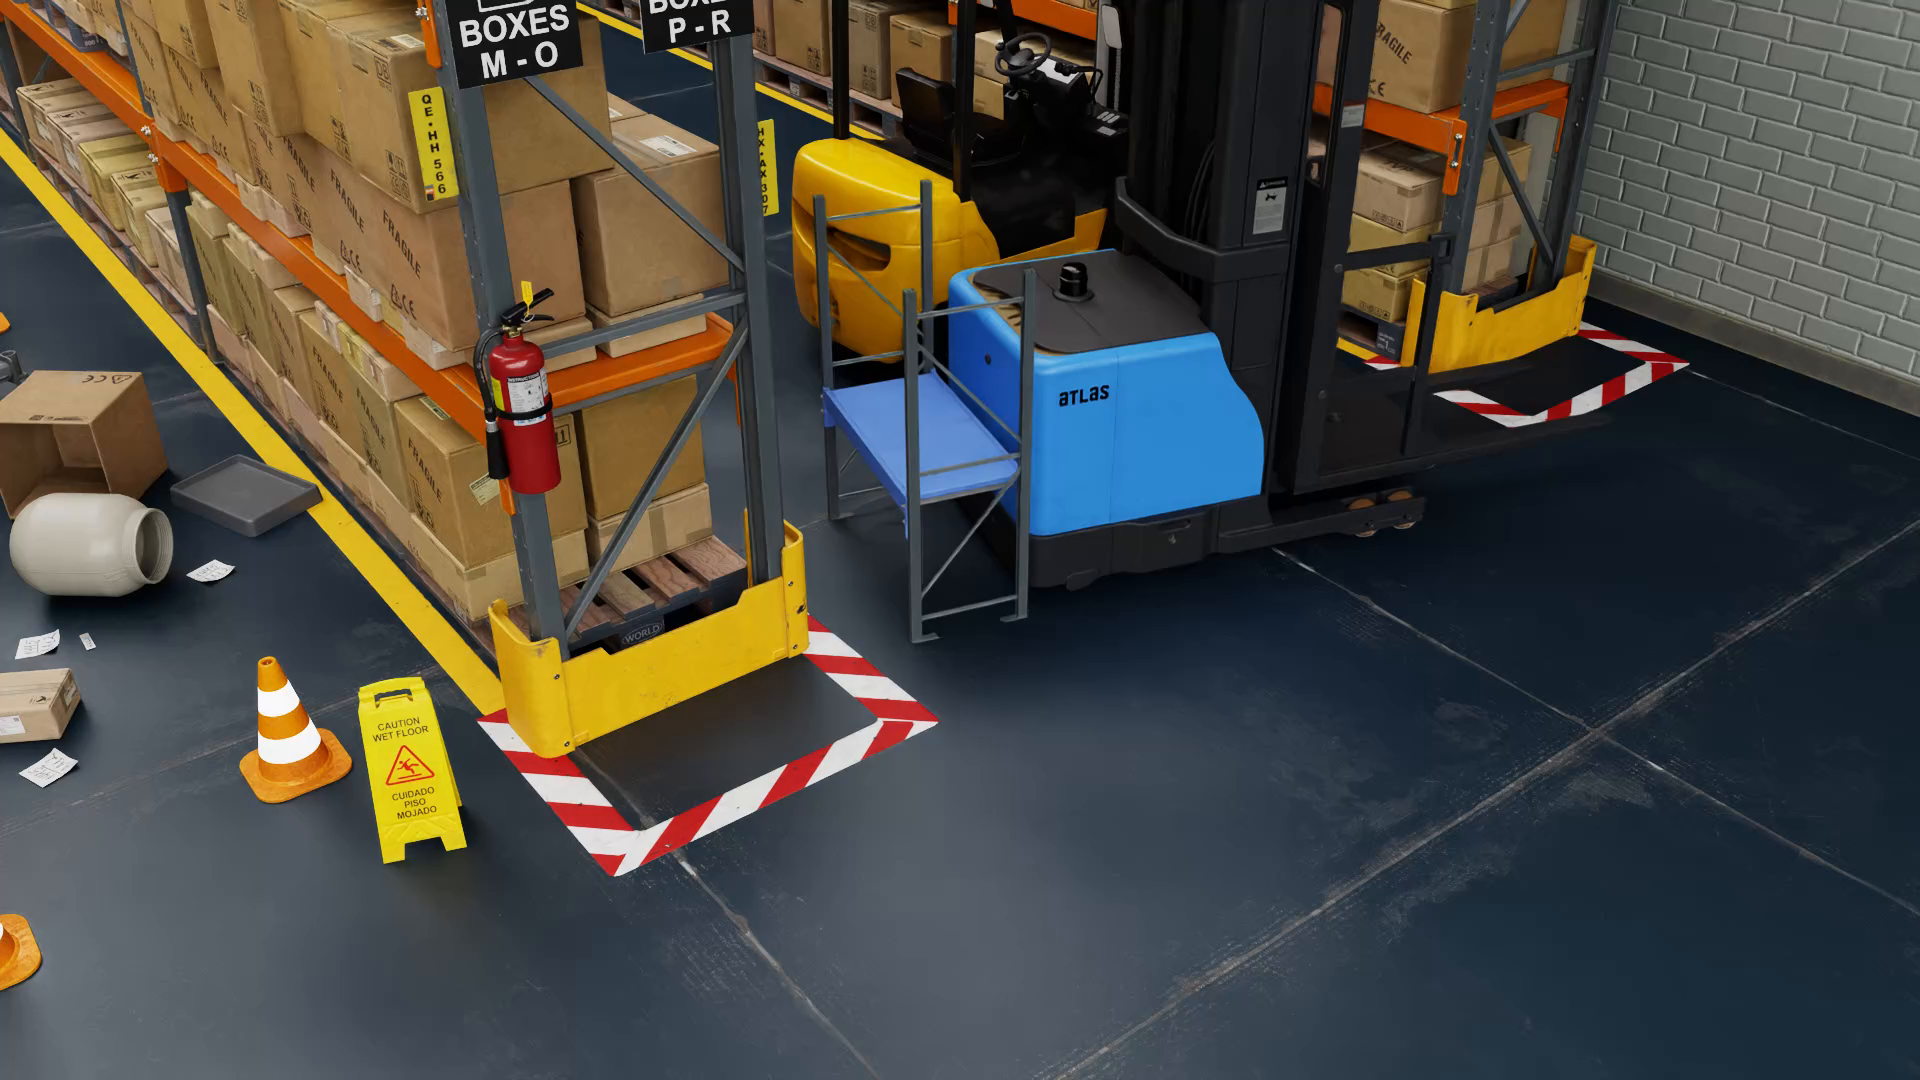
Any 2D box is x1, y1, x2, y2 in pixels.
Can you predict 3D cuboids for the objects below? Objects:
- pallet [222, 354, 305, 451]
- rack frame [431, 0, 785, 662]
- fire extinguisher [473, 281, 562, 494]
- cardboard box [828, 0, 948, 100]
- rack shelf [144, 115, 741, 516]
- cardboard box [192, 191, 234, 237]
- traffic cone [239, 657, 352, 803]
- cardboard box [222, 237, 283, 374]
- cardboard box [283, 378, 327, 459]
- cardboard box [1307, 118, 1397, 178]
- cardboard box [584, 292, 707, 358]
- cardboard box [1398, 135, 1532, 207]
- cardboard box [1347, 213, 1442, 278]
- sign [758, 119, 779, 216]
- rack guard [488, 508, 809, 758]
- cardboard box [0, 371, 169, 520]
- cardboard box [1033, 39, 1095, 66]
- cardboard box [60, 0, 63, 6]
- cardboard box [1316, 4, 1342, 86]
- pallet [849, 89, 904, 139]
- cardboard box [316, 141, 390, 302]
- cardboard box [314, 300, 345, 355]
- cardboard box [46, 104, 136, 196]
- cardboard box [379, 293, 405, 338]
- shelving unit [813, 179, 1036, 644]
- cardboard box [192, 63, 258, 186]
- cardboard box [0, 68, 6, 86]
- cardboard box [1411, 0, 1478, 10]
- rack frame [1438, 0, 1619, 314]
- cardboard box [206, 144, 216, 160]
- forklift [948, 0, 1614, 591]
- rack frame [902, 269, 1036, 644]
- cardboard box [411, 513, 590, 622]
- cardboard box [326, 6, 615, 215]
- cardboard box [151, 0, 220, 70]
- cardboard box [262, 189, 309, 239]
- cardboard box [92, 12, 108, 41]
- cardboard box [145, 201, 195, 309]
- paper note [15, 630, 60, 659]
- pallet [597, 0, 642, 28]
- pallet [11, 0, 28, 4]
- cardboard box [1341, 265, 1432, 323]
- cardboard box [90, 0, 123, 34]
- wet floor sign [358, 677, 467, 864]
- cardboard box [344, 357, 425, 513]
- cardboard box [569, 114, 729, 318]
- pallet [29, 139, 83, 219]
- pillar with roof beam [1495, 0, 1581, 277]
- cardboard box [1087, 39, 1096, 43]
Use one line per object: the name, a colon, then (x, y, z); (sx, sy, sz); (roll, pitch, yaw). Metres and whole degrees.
pallet: (-3.104, -0.917, 8.527); (1.003, 0.211, 1.213); (-22, 38, -31)
rack frame: (-1.091, -0.703, 5.539); (1.000, 3.000, 0.127); (-22, 38, -31)
fire extinguisher: (-1.384, -0.474, 5.243); (0.296, 0.674, 0.183); (-22, 38, -31)
cardboard box: (-0.424, -3.687, 12.196); (0.875, 0.625, 0.625); (-23, 38, -32)
rack shelf: (-2.317, -1.231, 7.071); (1.077, 0.370, 4.000); (-22, 38, -31)
cardboard box: (-3.366, -1.570, 7.818); (0.380, 0.149, 0.250); (-22, 38, -31)
traffic cone: (-2.373, 0.612, 5.825); (0.336, 0.463, 0.334); (-22, 38, -31)
cardboard box: (-3.057, -1.147, 7.751); (0.500, 0.500, 0.500); (-21, 37, -30)
cardboard box: (-2.731, -0.608, 7.595); (0.500, 0.250, 0.500); (-23, 38, -32)
cardboard box: (1.981, -2.048, 8.965); (0.500, 0.250, 0.500); (-22, 38, -31)
cardboard box: (-1.135, -0.805, 5.942); (0.380, 0.149, 0.250); (-22, 38, -31)
cardboard box: (2.683, -2.007, 8.900); (0.500, 0.250, 0.500); (-23, 39, -32)
cardboard box: (2.283, -1.635, 8.774); (0.500, 0.250, 0.500); (-23, 38, -32)
sign: (-0.662, -1.247, 5.594); (0.100, 0.325, 0.005); (-22, 38, -31)
rack guard: (-1.137, 0.327, 6.250); (1.175, 0.500, 0.348); (-22, 38, -31)
cardboard box: (-3.961, -0.423, 7.455); (0.500, 0.500, 0.500); (1, 32, 2)
cardboard box: (0.729, -2.893, 10.326); (0.500, 0.250, 0.500); (-22, 38, -31)
cardboard box: (-4.691, -2.997, 9.073); (0.380, 0.149, 0.250); (-22, 38, -31)
cardboard box: (2.008, -2.693, 8.648); (0.500, 0.500, 0.500); (-21, 38, -30)
pallet: (-0.108, -3.088, 12.021); (1.003, 0.211, 1.213); (-22, 38, -31)
cardboard box: (-1.945, -1.219, 5.994); (0.500, 0.500, 0.500); (-22, 38, -31)
cardboard box: (-2.378, -0.905, 6.746); (0.380, 0.149, 0.250); (-21, 37, -29)
cardboard box: (-5.199, -2.556, 10.615); (0.950, 0.372, 0.625); (-23, 39, -32)
cardboard box: (-1.872, -0.867, 6.041); (0.380, 0.149, 0.250); (-23, 39, -32)
shelving unit: (-0.157, -0.529, 6.680); (0.538, 1.500, 1.048); (-12, 34, -19)
cardboard box: (-2.870, -1.851, 7.010); (0.500, 0.500, 0.500); (-23, 38, -32)
cardboard box: (-6.898, -4.001, 12.465); (0.875, 0.875, 0.875); (-22, 38, -31)
cardboard box: (2.394, -2.683, 8.017); (0.380, 0.149, 0.250); (-22, 38, -31)
rack frame: (2.828, -2.311, 8.128); (1.000, 3.000, 0.127); (-22, 38, -31)
cardboard box: (-3.221, -1.839, 7.606); (0.380, 0.149, 0.250); (-22, 38, -32)
forklift: (1.508, -1.507, 6.899); (3.031, 2.935, 1.130); (-11, 33, -17)
rack frame: (0.036, -0.281, 6.281); (0.500, 1.500, 0.032); (-12, 34, -19)
cardboard box: (-1.814, 0.026, 6.572); (0.500, 0.250, 0.500); (-22, 38, -32)
cardboard box: (-1.576, -1.439, 5.400); (0.700, 0.500, 0.500); (-23, 39, -33)
cardboard box: (-2.863, -2.273, 6.742); (0.700, 0.500, 0.500); (-23, 39, -32)
cardboard box: (-2.650, -1.397, 6.894); (0.380, 0.149, 0.250); (-22, 38, -32)
cardboard box: (-4.225, -2.683, 8.567); (0.380, 0.149, 0.250); (-24, 39, -33)
cardboard box: (-3.867, -1.650, 9.157); (0.950, 0.372, 0.625); (-22, 38, -31)
paper note: (-3.645, 0.410, 6.571); (0.148, 0.019, 0.142); (-10, 33, -15)
pallet: (-2.506, -4.784, 14.752); (1.003, 0.211, 1.213); (-22, 38, -31)
pallet: (-5.475, -3.693, 10.536); (1.213, 0.211, 1.003); (-22, 38, -31)
cardboard box: (2.290, -1.415, 8.893); (0.500, 0.250, 0.500); (-22, 38, -31)
cardboard box: (-4.008, -2.836, 8.198); (0.500, 0.500, 0.500); (-23, 39, -32)
wet floor sign: (-1.819, 0.722, 5.476); (0.267, 0.644, 0.232); (-10, 33, -15)
cardboard box: (-2.111, -0.498, 6.706); (0.500, 0.500, 0.500); (-21, 37, -30)
cardboard box: (-1.162, -1.159, 5.897); (0.500, 0.500, 0.500); (-23, 39, -32)
pallet: (-5.518, -2.527, 11.118); (1.003, 0.211, 1.213); (-22, 38, -31)
pillar with roof beam: (-0.288, -4.048, 5.239); (9.100, 9.000, 0.400); (-22, 38, -31)
cardboard box: (1.152, -3.064, 10.601); (0.500, 0.250, 0.500); (-23, 38, -32)
